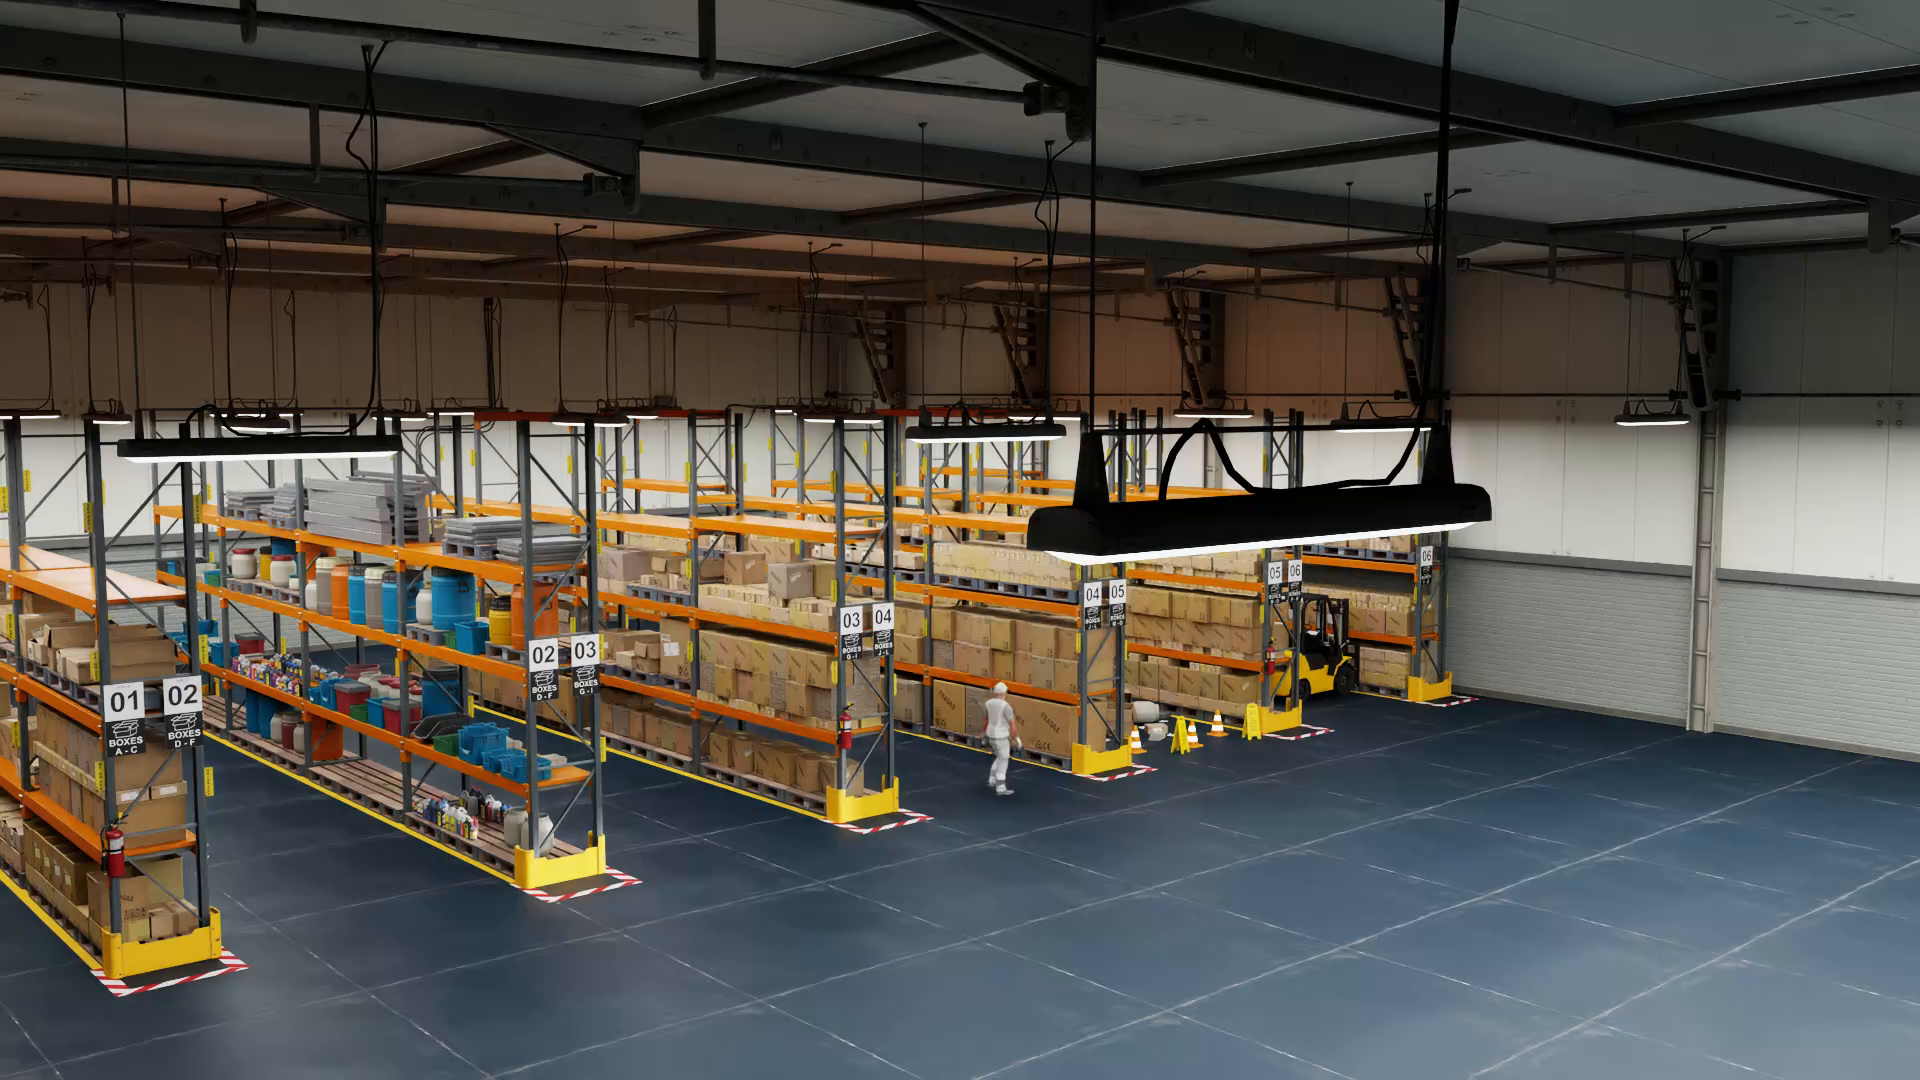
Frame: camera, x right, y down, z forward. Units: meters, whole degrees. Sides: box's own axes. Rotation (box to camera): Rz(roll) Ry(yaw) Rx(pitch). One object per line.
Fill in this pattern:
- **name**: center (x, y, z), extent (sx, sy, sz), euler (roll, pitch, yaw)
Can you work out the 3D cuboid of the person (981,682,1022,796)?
- **person**: center (0.661, 3.136, 26.311), extent (0.441, 1.796, 0.633), euler (-3, 6, -33)
